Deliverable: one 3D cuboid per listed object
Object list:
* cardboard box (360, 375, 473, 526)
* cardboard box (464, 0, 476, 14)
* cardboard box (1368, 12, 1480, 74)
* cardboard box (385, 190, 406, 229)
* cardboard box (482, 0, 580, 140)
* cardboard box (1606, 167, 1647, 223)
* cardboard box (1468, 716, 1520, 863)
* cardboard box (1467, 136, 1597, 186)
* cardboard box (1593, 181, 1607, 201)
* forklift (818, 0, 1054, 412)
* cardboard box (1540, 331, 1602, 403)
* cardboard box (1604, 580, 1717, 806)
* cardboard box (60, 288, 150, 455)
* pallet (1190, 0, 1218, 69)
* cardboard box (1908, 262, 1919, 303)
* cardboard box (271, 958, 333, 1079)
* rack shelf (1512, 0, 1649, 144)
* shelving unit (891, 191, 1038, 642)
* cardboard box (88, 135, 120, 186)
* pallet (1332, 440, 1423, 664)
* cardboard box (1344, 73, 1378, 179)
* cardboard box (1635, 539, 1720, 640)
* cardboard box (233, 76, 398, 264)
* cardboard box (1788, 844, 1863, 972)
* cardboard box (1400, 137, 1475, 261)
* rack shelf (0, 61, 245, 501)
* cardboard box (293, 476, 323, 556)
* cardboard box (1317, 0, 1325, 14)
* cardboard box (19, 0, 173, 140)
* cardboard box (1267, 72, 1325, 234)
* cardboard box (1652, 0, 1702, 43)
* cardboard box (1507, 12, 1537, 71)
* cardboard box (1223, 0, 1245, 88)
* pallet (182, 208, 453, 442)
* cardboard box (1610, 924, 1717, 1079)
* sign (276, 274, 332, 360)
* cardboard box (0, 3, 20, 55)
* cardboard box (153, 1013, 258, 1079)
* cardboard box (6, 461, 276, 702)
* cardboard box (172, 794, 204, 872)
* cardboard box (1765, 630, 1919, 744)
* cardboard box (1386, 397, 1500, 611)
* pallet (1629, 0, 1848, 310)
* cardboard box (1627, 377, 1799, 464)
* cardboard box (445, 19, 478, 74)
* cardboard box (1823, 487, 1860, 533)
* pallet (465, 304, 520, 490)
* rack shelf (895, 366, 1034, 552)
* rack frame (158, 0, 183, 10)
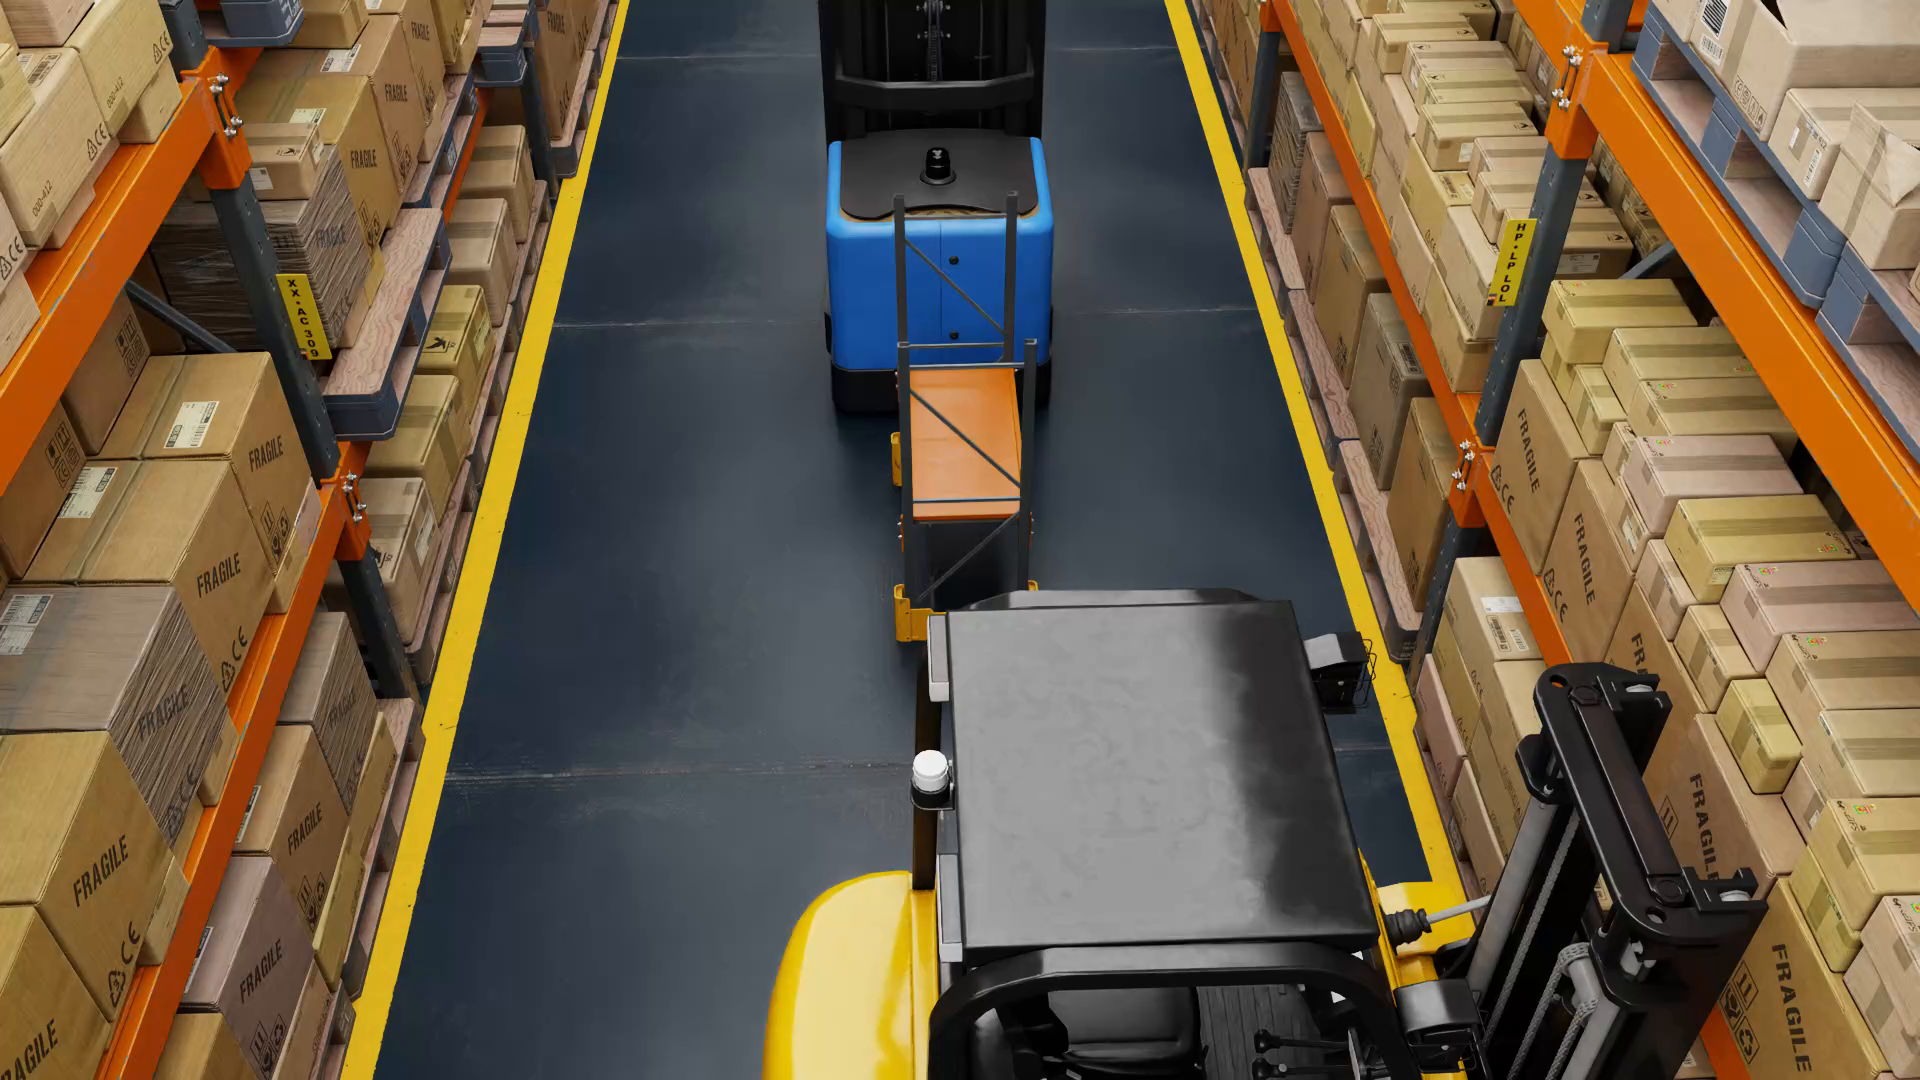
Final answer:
[{"bbox_3d":[-2.699,-0.396,7.246,0.950,0.372,0.625,1,43,1],"label":"cardboard box"},{"bbox_3d":[-2.480,-2.725,7.547,0.500,0.500,0.500,-2,43,-2],"label":"cardboard box"},{"bbox_3d":[1.910,-2.054,6.867,0.380,0.149,0.250,-3,43,-3],"label":"cardboard box"},{"bbox_3d":[-2.407,-1.348,6.525,0.380,0.149,0.250,-1,43,-1],"label":"cardboard box"},{"bbox_3d":[-2.756,-2.911,9.617,0.875,0.875,0.875,-2,43,-2],"label":"cardboard box"},{"bbox_3d":[2.560,-1.217,5.954,0.380,0.149,0.250,-3,43,-3],"label":"cardboard box"},{"bbox_3d":[2.055,0.834,5.624,0.500,0.250,0.500,-2,43,-2],"label":"cardboard box"},{"bbox_3d":[2.096,-1.356,6.105,0.380,0.149,0.250,-2,43,-2],"label":"cardboard box"},{"bbox_3d":[2.543,-1.334,6.376,0.500,0.250,0.500,-2,43,-2],"label":"cardboard box"},{"bbox_3d":[-0.143,-2.676,8.150,1.130,2.935,3.031,-1,43,-2],"label":"forklift"},{"bbox_3d":[2.070,-0.569,5.246,0.380,0.149,0.250,-2,43,-2],"label":"cardboard box"},{"bbox_3d":[2.138,0.448,4.617,0.500,0.500,0.500,-2,43,-2],"label":"cardboard box"},{"bbox_3d":[-2.838,-0.582,4.781,0.700,0.500,0.500,-2,43,-2],"label":"cardboard box"},{"bbox_3d":[2.107,-3.515,11.078,1.003,0.211,1.213,-2,43,-2],"label":"pallet"},{"bbox_3d":[2.297,-0.533,3.080,0.797,0.503,0.637,0,43,0],"label":"cardboard box"},{"bbox_3d":[-2.297,1.582,5.178,0.500,0.250,0.500,-1,43,-1],"label":"cardboard box"},{"bbox_3d":[2.234,-2.706,6.445,1.077,0.370,4.000,-2,43,-2],"label":"rack shelf"},{"bbox_3d":[0.003,-0.501,6.837,0.587,1.500,1.083,-2,43,-2],"label":"shelving unit"},{"bbox_3d":[-2.399,-1.006,4.244,0.380,0.149,0.250,-1,43,-1],"label":"cardboard box"},{"bbox_3d":[2.249,0.016,7.226,1.003,0.211,1.213,-2,43,-2],"label":"pallet"},{"bbox_3d":[1.990,-1.817,7.273,0.500,0.250,0.500,0,43,0],"label":"cardboard box"},{"bbox_3d":[2.067,0.127,4.487,0.380,0.149,0.250,-2,43,-2],"label":"cardboard box"},{"bbox_3d":[-2.395,-1.335,6.031,0.500,0.500,0.500,-2,43,-2],"label":"cardboard box"},{"bbox_3d":[2.116,0.818,3.734,0.380,0.149,0.250,-1,43,-1],"label":"cardboard box"},{"bbox_3d":[2.014,-1.316,6.356,0.500,0.250,0.500,-3,43,-3],"label":"cardboard box"},{"bbox_3d":[-2.555,0.139,3.340,1.077,0.370,4.000,-2,43,-2],"label":"rack shelf"},{"bbox_3d":[-2.322,-0.070,5.442,0.380,0.149,0.250,-2,43,-2],"label":"cardboard box"},{"bbox_3d":[1.944,-2.700,7.867,0.500,0.250,0.500,0,43,0],"label":"cardboard box"},{"bbox_3d":[-2.352,-1.239,4.203,0.500,0.250,0.500,-2,43,-2],"label":"cardboard box"},{"bbox_3d":[2.162,-2.074,8.889,0.875,0.625,0.625,0,43,0],"label":"cardboard box"},{"bbox_3d":[2.035,-1.409,4.298,0.380,0.149,0.250,-1,43,-1],"label":"cardboard box"},{"bbox_3d":[2.500,-2.065,6.879,0.380,0.149,0.250,-1,43,-1],"label":"cardboard box"},{"bbox_3d":[1.906,-3.067,10.065,0.500,0.500,0.500,-2,43,-2],"label":"cardboard box"},{"bbox_3d":[-2.527,-0.820,6.216,1.003,0.211,1.213,-2,43,-2],"label":"pallet"},{"bbox_3d":[2.085,1.346,4.695,0.500,0.250,0.500,-2,43,-3],"label":"cardboard box"},{"bbox_3d":[-2.098,-0.710,5.314,0.100,0.325,0.005,-2,43,-2],"label":"sign"},{"bbox_3d":[-2.399,-1.118,3.776,0.380,0.149,0.250,-1,43,-1],"label":"cardboard box"},{"bbox_3d":[-2.269,1.652,4.547,0.500,0.500,0.500,-1,43,-1],"label":"cardboard box"},{"bbox_3d":[-2.344,0.123,4.751,0.500,0.500,0.500,0,43,0],"label":"cardboard box"},{"bbox_3d":[-2.294,0.790,4.504,0.380,0.149,0.250,-2,43,-3],"label":"cardboard box"},{"bbox_3d":[2.199,0.358,4.015,0.380,0.149,0.250,-1,43,-2],"label":"cardboard box"},{"bbox_3d":[2.286,-0.147,6.787,0.875,0.625,0.625,0,43,0],"label":"cardboard box"},{"bbox_3d":[2.381,-1.013,4.131,1.003,0.211,1.213,-2,43,-2],"label":"pallet"},{"bbox_3d":[2.157,-0.332,4.767,0.380,0.149,0.250,-2,43,-3],"label":"cardboard box"},{"bbox_3d":[-2.393,-2.215,7.472,0.380,0.149,0.250,-1,43,-1],"label":"cardboard box"},{"bbox_3d":[2.687,-0.061,4.692,0.380,0.149,0.250,-1,43,-2],"label":"cardboard box"},{"bbox_3d":[-2.729,-0.694,8.000,1.003,0.211,1.213,-2,43,-2],"label":"pallet"},{"bbox_3d":[0.004,-0.363,6.952,0.538,0.185,1.000,-2,43,-2],"label":"rack shelf"},{"bbox_3d":[-2.640,-2.582,3.557,1.000,3.000,0.127,-2,43,-2],"label":"rack frame"}]
